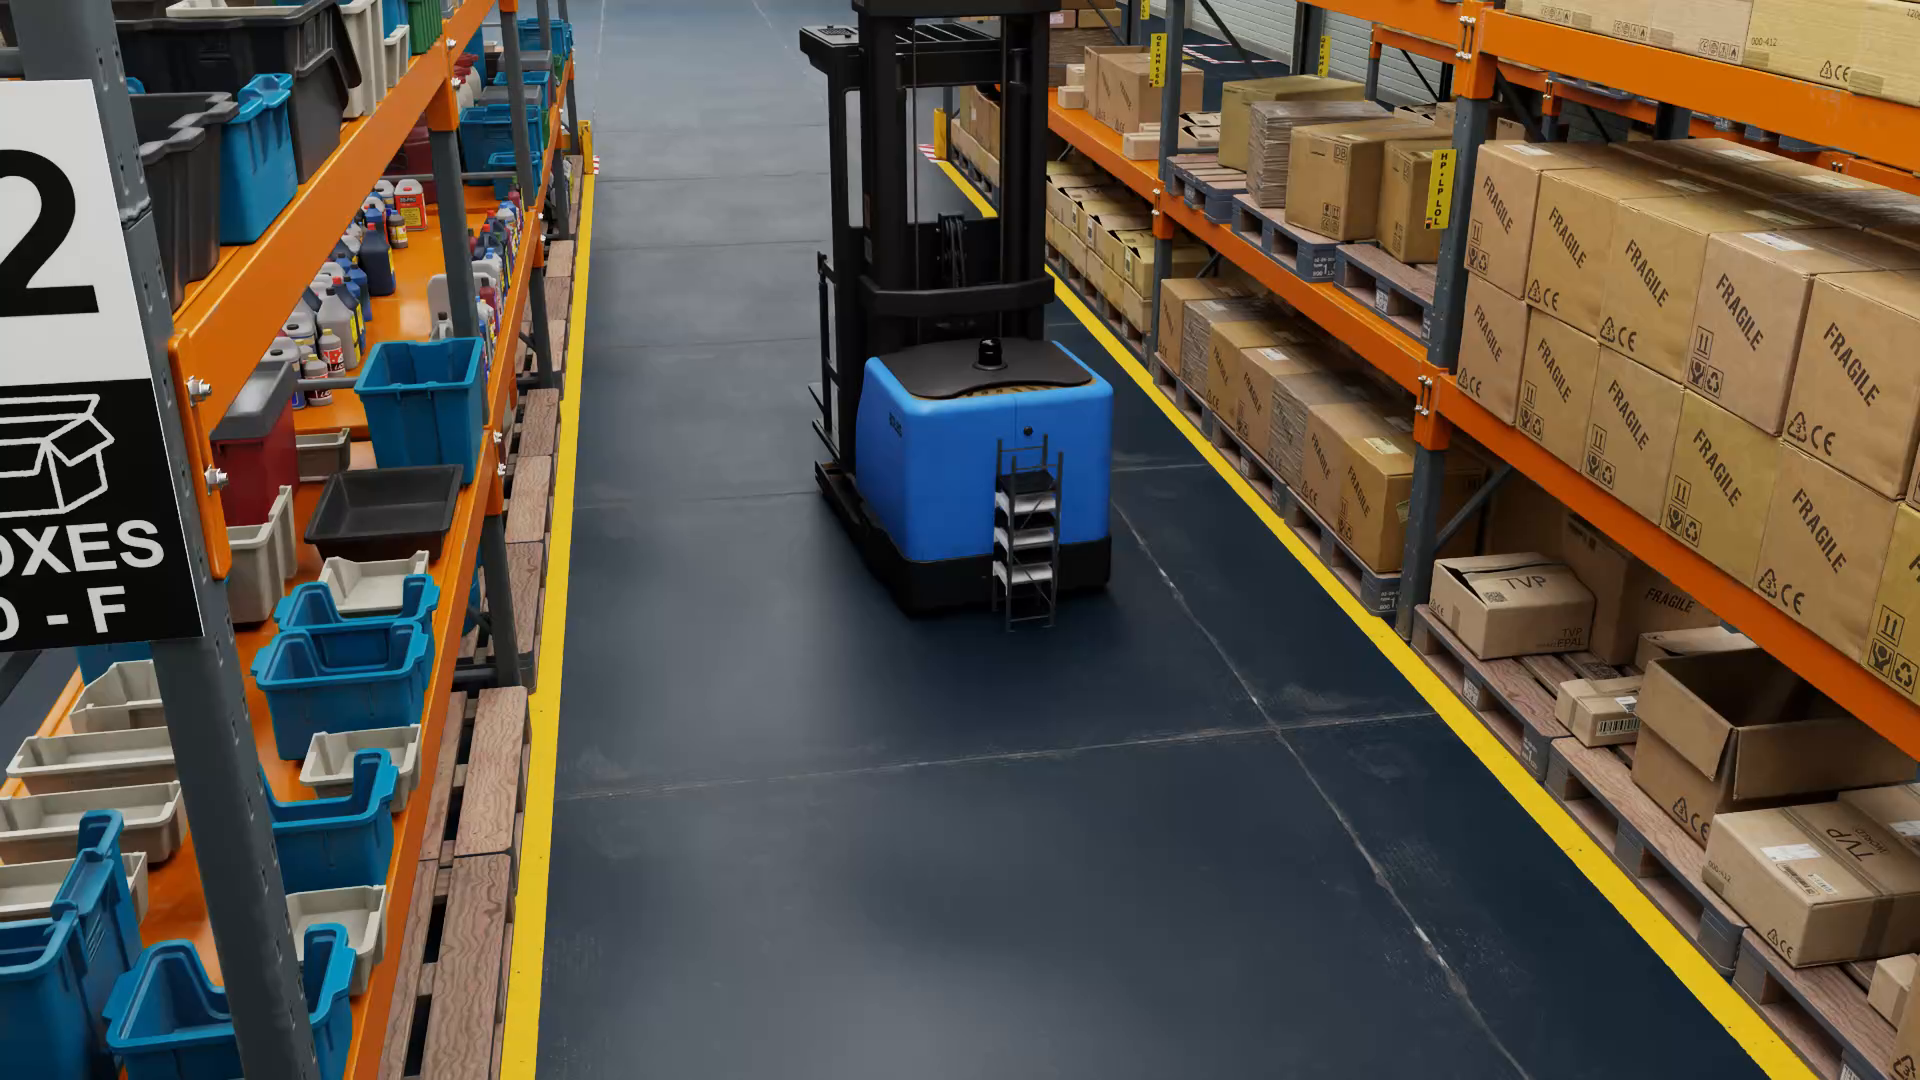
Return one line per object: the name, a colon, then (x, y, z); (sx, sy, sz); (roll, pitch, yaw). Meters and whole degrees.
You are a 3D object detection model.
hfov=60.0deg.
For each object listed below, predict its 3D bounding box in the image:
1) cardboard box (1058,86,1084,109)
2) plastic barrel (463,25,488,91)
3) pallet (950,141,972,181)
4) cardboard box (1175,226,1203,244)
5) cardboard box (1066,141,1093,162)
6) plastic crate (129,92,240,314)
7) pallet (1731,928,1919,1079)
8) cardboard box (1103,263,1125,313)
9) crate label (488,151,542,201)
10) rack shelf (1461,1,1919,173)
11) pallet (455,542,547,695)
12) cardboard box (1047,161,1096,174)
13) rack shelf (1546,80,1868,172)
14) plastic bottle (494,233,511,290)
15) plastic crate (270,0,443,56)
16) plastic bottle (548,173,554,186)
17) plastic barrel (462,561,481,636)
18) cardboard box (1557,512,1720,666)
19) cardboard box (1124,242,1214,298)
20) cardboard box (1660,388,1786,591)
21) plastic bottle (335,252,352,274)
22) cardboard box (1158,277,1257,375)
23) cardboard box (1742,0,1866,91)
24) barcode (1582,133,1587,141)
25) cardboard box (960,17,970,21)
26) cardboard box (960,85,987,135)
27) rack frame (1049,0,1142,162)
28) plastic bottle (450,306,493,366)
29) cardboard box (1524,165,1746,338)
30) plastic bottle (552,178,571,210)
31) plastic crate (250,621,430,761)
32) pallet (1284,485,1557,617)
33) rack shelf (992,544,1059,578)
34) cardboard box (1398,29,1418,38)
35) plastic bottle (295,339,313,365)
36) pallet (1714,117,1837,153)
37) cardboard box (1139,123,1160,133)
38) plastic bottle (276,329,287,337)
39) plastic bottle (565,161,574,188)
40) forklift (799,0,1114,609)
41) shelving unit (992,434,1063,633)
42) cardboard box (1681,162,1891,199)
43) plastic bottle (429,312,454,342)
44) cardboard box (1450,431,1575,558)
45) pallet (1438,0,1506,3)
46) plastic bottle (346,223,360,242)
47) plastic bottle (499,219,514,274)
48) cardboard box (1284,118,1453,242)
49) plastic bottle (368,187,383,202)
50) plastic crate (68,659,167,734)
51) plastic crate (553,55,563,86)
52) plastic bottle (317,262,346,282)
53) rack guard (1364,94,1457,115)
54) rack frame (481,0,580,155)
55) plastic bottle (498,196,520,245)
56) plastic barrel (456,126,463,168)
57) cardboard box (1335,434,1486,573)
cardboard box: (1.015, -3.628, 13.623); (0.380, 0.149, 0.250); (-4, 24, -10)
plastic barrel: (-4.043, -3.797, 13.070); (0.600, 0.901, 0.708); (-4, 24, -10)
pallet: (0.495, -4.105, 17.884); (1.003, 0.211, 1.213); (-4, 24, -10)
cardboard box: (1.878, -2.156, 12.150); (0.500, 0.311, 0.500); (-5, 24, -11)
cardboard box: (1.274, -3.588, 15.192); (0.500, 0.500, 0.500); (-4, 24, -10)
plastic crate: (-1.395, -0.508, 2.582); (0.497, 0.269, 0.590); (-4, 24, -10)
pallet: (3.108, 1.548, 4.942); (1.003, 0.211, 1.213); (-4, 24, -10)
cardboard box: (1.356, -1.857, 12.165); (0.500, 0.250, 0.500); (-5, 24, -10)
crate label: (-2.787, -2.285, 10.443); (0.303, 0.233, 0.416); (-4, 24, -10)
rack shelf: (2.901, -1.218, 4.943); (1.077, 0.370, 4.000); (-4, 24, -10)
pallet: (-2.439, 0.376, 7.624); (1.003, 0.211, 1.213); (-4, 24, -10)
cardboard box: (0.883, -3.115, 14.345); (0.500, 0.311, 0.500); (-4, 24, -10)
rack shelf: (6.289, -3.358, 13.591); (1.077, 0.370, 4.000); (-4, 24, -10)
plastic bottle: (-2.313, -1.412, 8.382); (0.061, 0.283, 0.133); (-4, 24, -10)
plastic crate: (-1.962, -1.728, 5.476); (0.450, 0.188, 0.662); (-4, 24, -10)
plastic bottle: (-3.813, -3.264, 15.329); (0.152, 0.276, 0.135); (-4, 24, -10)
plastic barrel: (-2.421, -0.041, 7.193); (0.600, 0.901, 0.708); (-4, 24, -10)
cardboard box: (2.915, 0.187, 7.147); (0.500, 0.500, 0.500); (-4, 24, -10)
cardboard box: (1.453, -1.911, 11.587); (0.500, 0.311, 0.500); (-4, 24, -8)
cardboard box: (2.641, -0.187, 5.306); (0.500, 0.500, 0.500); (-5, 24, -10)
plastic bottle: (-2.970, -1.254, 8.034); (0.097, 0.271, 0.097); (0, 24, 0)
cardboard box: (1.595, -1.389, 10.757); (0.500, 0.500, 0.500); (-3, 24, -7)
cardboard box: (2.653, -1.466, 4.799); (0.500, 0.250, 0.500); (-4, 24, -10)
barcode: (6.055, -3.908, 16.123); (0.001, 0.075, 0.075); (-4, 24, -10)
cardboard box: (0.386, -5.541, 17.565); (0.700, 0.500, 0.500); (-4, 24, -10)
cardboard box: (0.287, -4.532, 17.353); (0.500, 0.500, 0.500); (-4, 24, -10)
rack frame: (1.052, -4.107, 14.405); (1.000, 3.000, 0.127); (-4, 24, -10)
plastic bottle: (-2.116, -0.892, 7.200); (0.152, 0.276, 0.135); (-4, 24, -10)
cardboard box: (2.438, -1.055, 6.044); (0.500, 0.500, 0.500); (-5, 24, -11)
plastic bottle: (-3.593, -3.152, 14.979); (0.144, 0.351, 0.185); (-5, 24, -12)
plastic crate: (-1.563, 0.388, 4.247); (0.416, 0.233, 0.300); (-4, 24, -10)
pallet: (2.344, 0.001, 8.485); (1.003, 0.211, 1.213); (-4, 24, -10)
rack shelf: (0.303, 0.084, 7.725); (0.258, 0.077, 0.200); (-7, 29, -15)
cardboard box: (5.068, -5.570, 17.918); (0.500, 0.250, 0.500); (-5, 24, -11)
plastic bottle: (-2.741, -0.735, 6.934); (0.097, 0.201, 0.097); (0, 24, 0)
pallet: (6.423, -3.086, 12.308); (1.213, 0.211, 1.003); (-4, 24, -10)
cardboard box: (1.500, -2.916, 11.992); (0.380, 0.149, 0.250); (-3, 24, -6)
plastic bottle: (-2.816, -0.760, 6.888); (0.061, 0.283, 0.133); (-4, 24, -10)
plastic bottle: (-3.766, -3.477, 15.817); (0.152, 0.276, 0.135); (-4, 24, -9)
forklift: (-0.183, -1.583, 8.713); (1.130, 2.935, 3.031); (-7, 25, -16)
shelving unit: (0.306, -0.026, 7.668); (0.258, 0.900, 0.210); (-7, 29, -15)
cardboard box: (2.976, -1.083, 6.108); (0.500, 0.500, 0.500); (-5, 24, -11)
plastic bottle: (-2.092, -0.751, 6.782); (0.144, 0.351, 0.185); (-4, 24, -10)
cardboard box: (2.681, -0.224, 8.089); (0.500, 0.500, 0.500); (-5, 24, -12)
pallet: (2.480, -2.510, 7.237); (1.213, 0.211, 1.003); (-4, 24, -10)
plastic bottle: (-3.149, -1.504, 8.607); (0.097, 0.271, 0.097); (0, 24, 0)
plastic bottle: (-2.372, -1.538, 8.669); (0.061, 0.283, 0.133); (-4, 24, -10)
cardboard box: (2.144, -1.889, 8.677); (0.700, 0.500, 0.500); (-11, 26, -23)
plastic bottle: (-3.320, -1.867, 9.439); (0.097, 0.271, 0.097); (0, 24, 0)
plastic crate: (-2.114, 0.427, 4.280); (0.298, 0.136, 0.250); (-4, 24, -10)
plastic crate: (-3.790, -4.199, 14.882); (0.450, 0.188, 0.662); (-4, 24, -10)
plastic bottle: (-2.957, -1.155, 7.803); (0.152, 0.276, 0.135); (-4, 24, -10)
rack guard: (5.194, -4.873, 19.282); (1.175, 0.500, 0.348); (-4, 24, -10)
rack frame: (-4.556, -5.315, 17.172); (1.000, 3.000, 0.127); (-4, 24, -10)
plastic bottle: (-2.501, -1.768, 9.210); (0.097, 0.271, 0.097); (0, 24, 0)
plastic barrel: (-3.477, -2.608, 10.835); (0.421, 0.512, 0.421); (0, 24, 0)
cardboard box: (2.158, -0.189, 8.008); (0.500, 0.500, 0.500); (-4, 24, -10)
